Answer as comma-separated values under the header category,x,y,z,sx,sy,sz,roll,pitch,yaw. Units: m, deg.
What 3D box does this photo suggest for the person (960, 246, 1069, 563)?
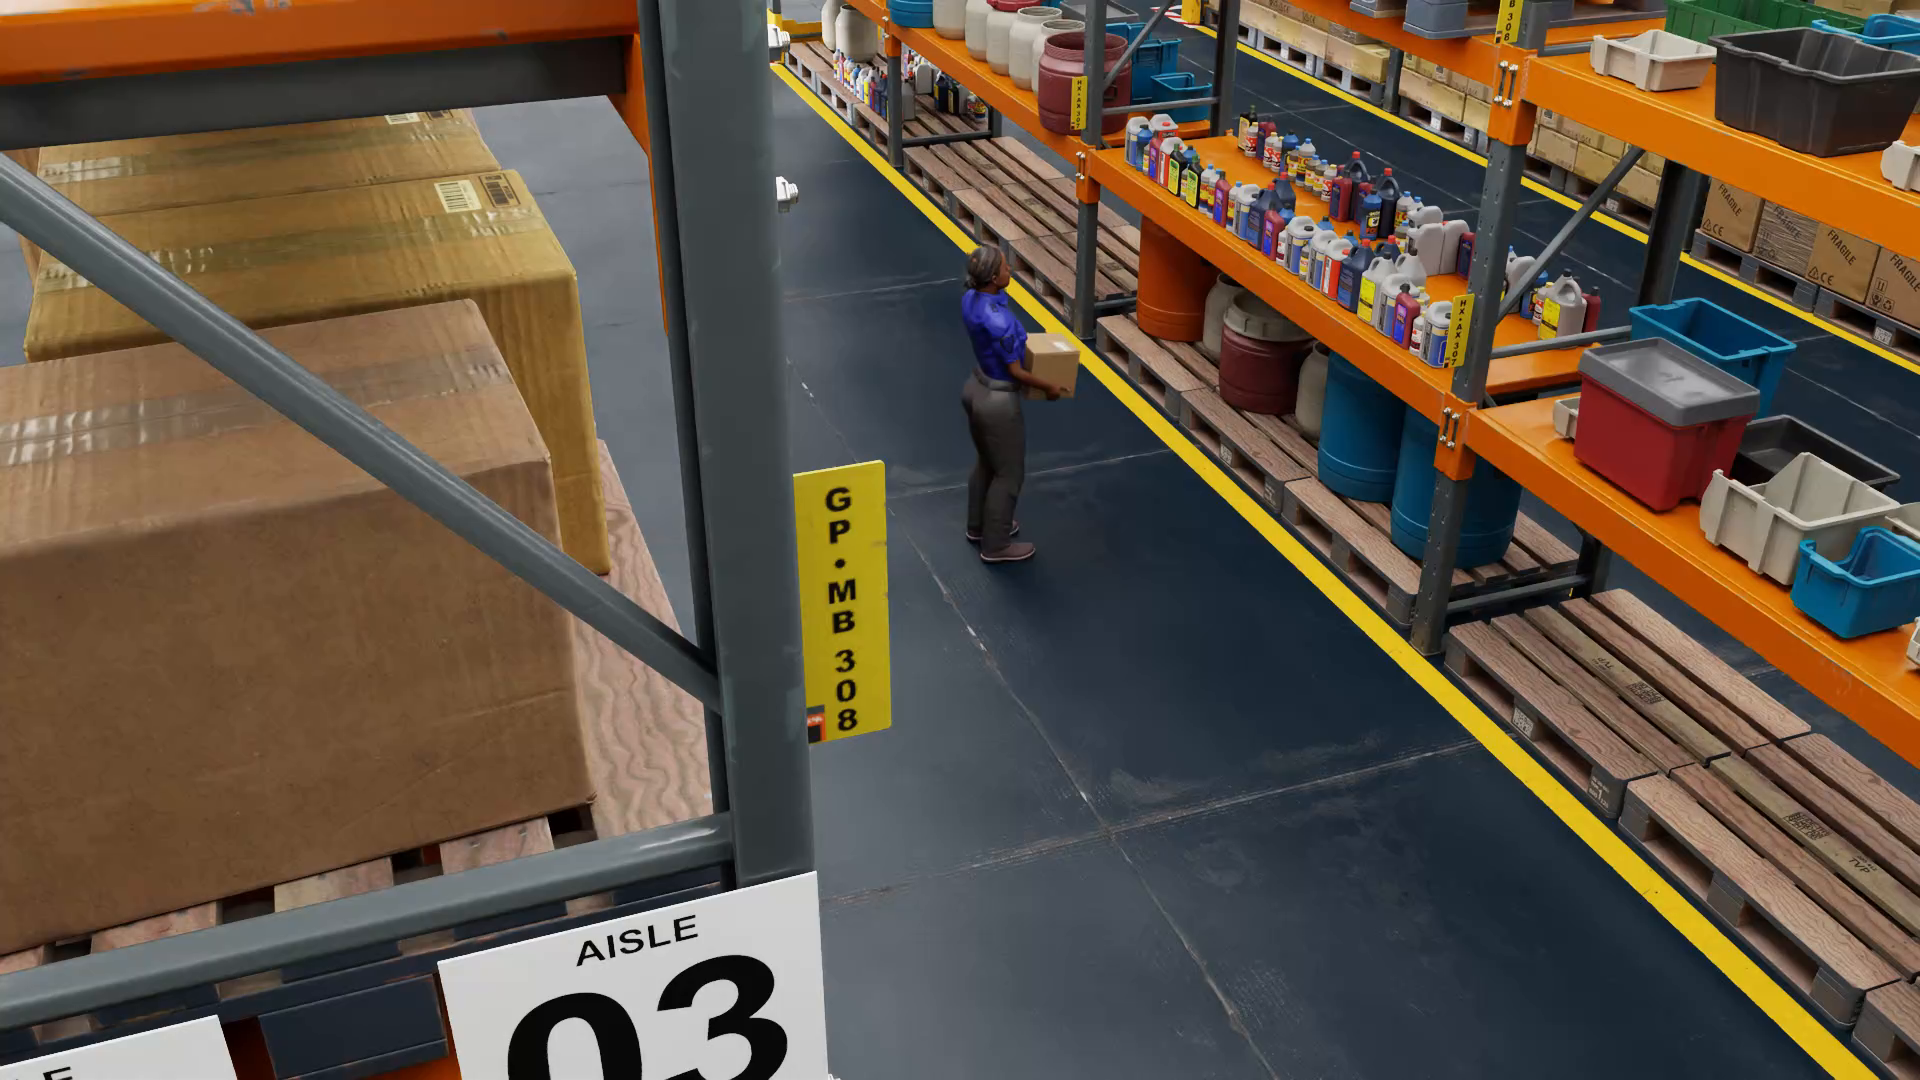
category,x,y,z,sx,sy,sz,roll,pitch,yaw
person,0.257,-0.691,8.346,0.509,1.638,0.455,-11,32,-18
